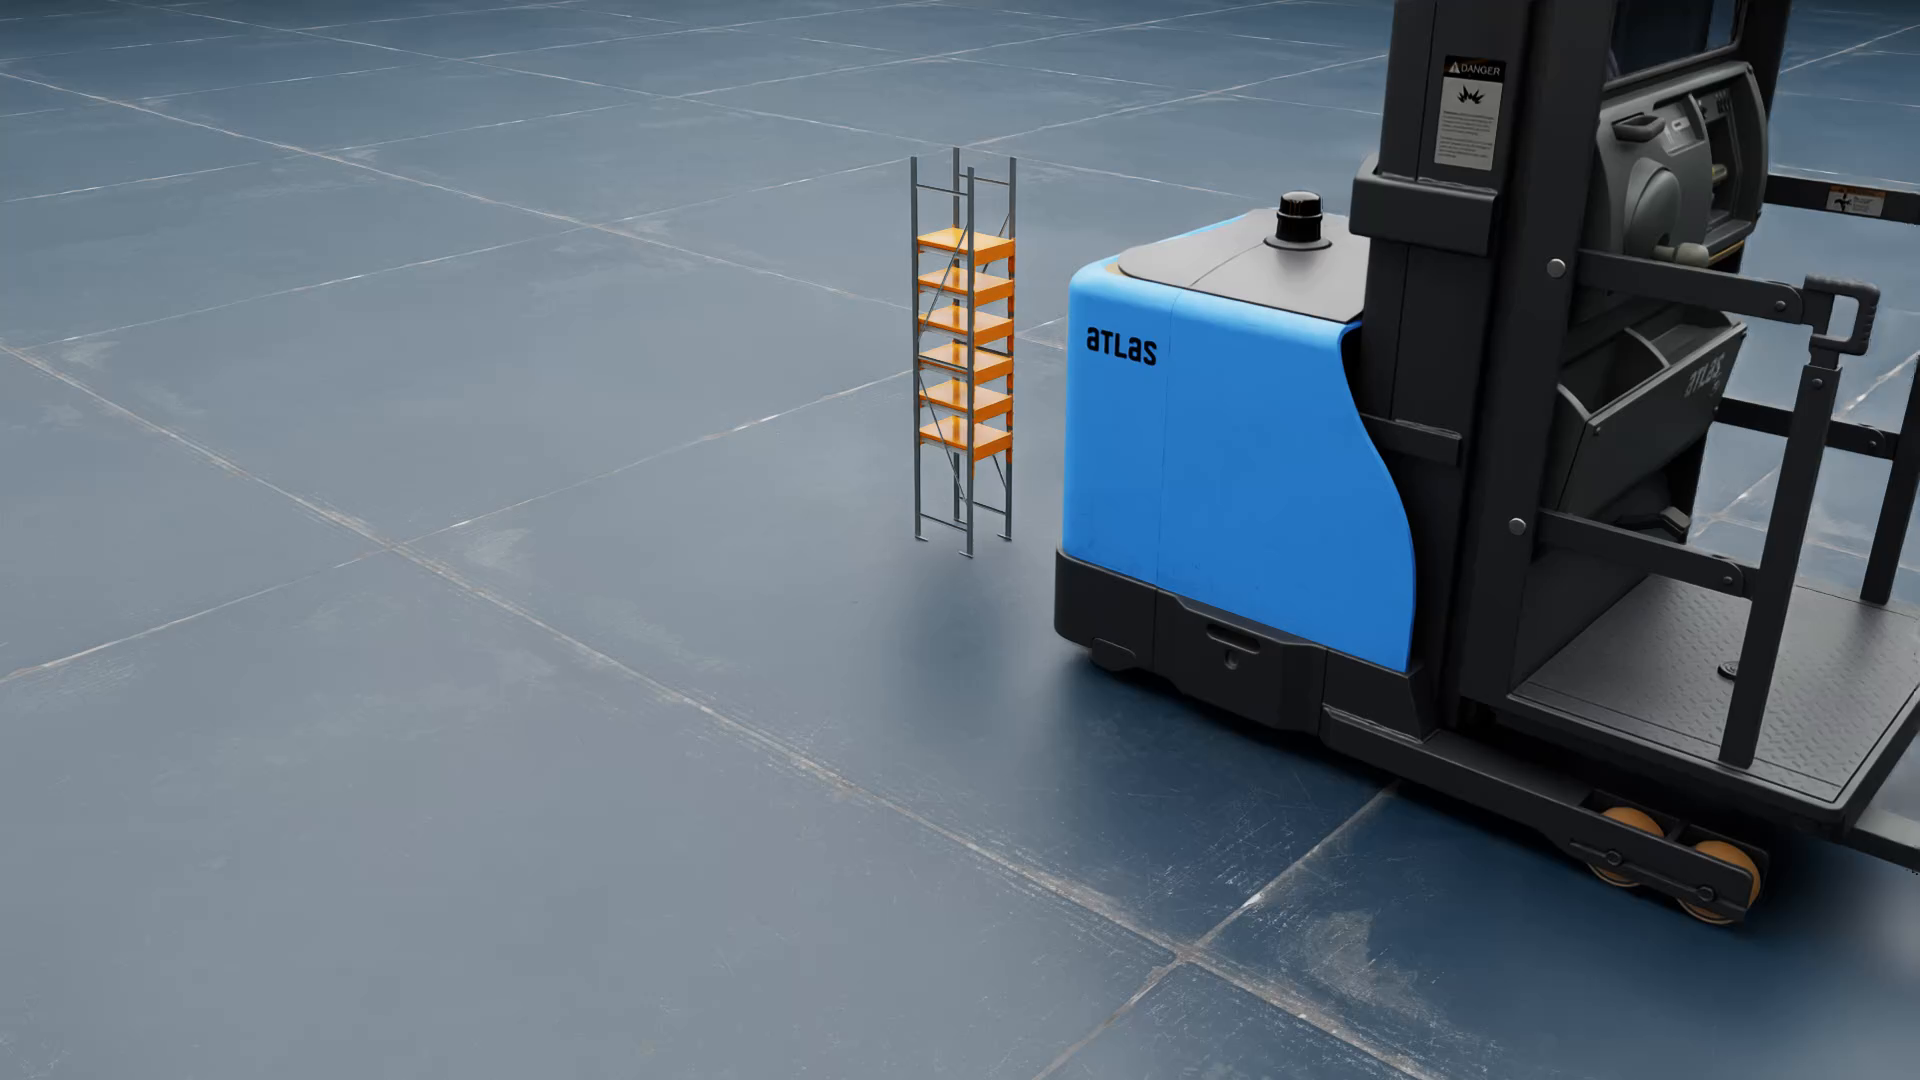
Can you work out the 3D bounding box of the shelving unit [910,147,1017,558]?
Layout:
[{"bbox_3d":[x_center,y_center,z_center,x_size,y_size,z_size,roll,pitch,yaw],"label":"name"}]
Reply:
[{"bbox_3d":[0.010,-0.552,5.014,0.258,1.200,0.189,20,31,38],"label":"shelving unit"}]

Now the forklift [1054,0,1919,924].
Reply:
[{"bbox_3d":[1.696,-0.782,3.411,3.031,2.935,1.130,20,31,37],"label":"forklift"}]

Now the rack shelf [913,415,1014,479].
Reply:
[{"bbox_3d":[0.010,-0.292,5.131,0.258,0.103,0.180,20,31,38],"label":"rack shelf"}]

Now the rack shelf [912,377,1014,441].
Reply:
[{"bbox_3d":[0.010,-0.402,5.082,0.258,0.103,0.180,20,31,38],"label":"rack shelf"}]

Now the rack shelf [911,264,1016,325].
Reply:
[{"bbox_3d":[0.010,-0.730,4.934,0.258,0.103,0.180,20,31,38],"label":"rack shelf"}]

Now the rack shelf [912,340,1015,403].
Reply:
[{"bbox_3d":[0.010,-0.511,5.033,0.258,0.103,0.180,20,31,38],"label":"rack shelf"}]

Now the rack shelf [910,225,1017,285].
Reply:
[{"bbox_3d":[0.010,-0.840,4.885,0.258,0.103,0.180,20,31,38],"label":"rack shelf"}]

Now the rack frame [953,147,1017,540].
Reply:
[{"bbox_3d":[0.071,-0.580,5.077,0.240,1.200,0.006,20,31,38],"label":"rack frame"}]

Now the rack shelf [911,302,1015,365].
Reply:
[{"bbox_3d":[0.010,-0.621,4.983,0.258,0.103,0.180,20,31,38],"label":"rack shelf"}]

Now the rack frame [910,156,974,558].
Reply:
[{"bbox_3d":[-0.051,-0.524,4.952,0.240,1.200,0.006,20,31,38],"label":"rack frame"}]
